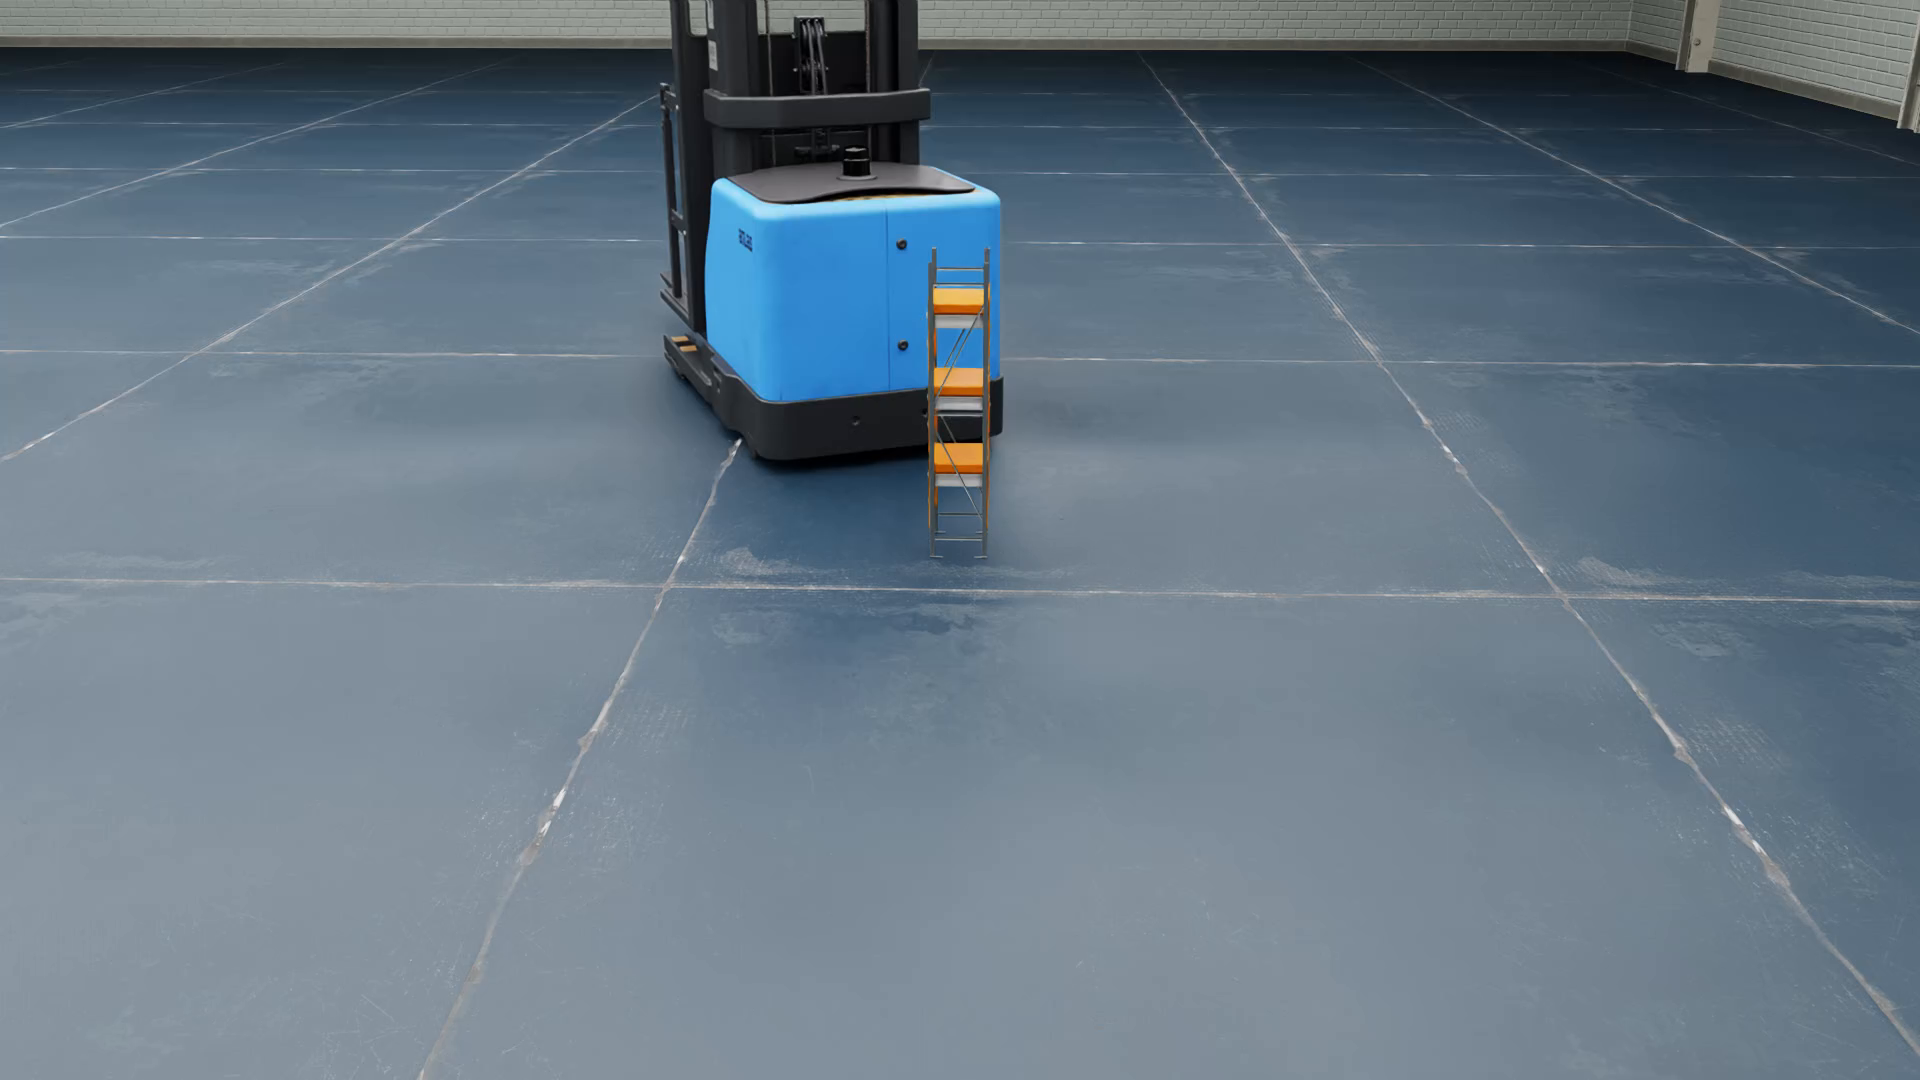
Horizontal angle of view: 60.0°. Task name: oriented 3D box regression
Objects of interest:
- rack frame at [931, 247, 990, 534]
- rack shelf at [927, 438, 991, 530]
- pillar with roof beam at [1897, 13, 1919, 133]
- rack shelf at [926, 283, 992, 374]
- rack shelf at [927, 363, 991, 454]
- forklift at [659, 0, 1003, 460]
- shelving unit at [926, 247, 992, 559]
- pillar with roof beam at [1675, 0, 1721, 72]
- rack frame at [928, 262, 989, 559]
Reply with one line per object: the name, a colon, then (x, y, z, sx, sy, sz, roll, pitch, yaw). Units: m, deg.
rack frame: (0.002, -0.514, 5.903, 0.200, 1.050, 0.008, 1, 21, 2)
rack shelf: (-0.002, -0.201, 5.894, 0.215, 0.259, 0.240, 1, 21, 2)
pillar with roof beam: (5.251, -8.311, 15.009, 9.100, 9.000, 0.400, 1, 21, 2)
rack shelf: (-0.002, -0.725, 5.690, 0.215, 0.259, 0.240, 1, 21, 2)
rack shelf: (-0.002, -0.460, 5.793, 0.215, 0.259, 0.240, 1, 21, 2)
forklift: (-0.815, -2.185, 7.609, 1.130, 2.935, 3.031, -8, 23, -19)
shelving unit: (-0.002, -0.470, 5.789, 0.215, 1.050, 0.252, 1, 21, 2)
pillar with roof beam: (5.433, -10.481, 20.600, 9.100, 9.000, 0.400, 1, 21, 2)
rack frame: (-0.005, -0.426, 5.675, 0.200, 1.050, 0.008, 1, 21, 2)
